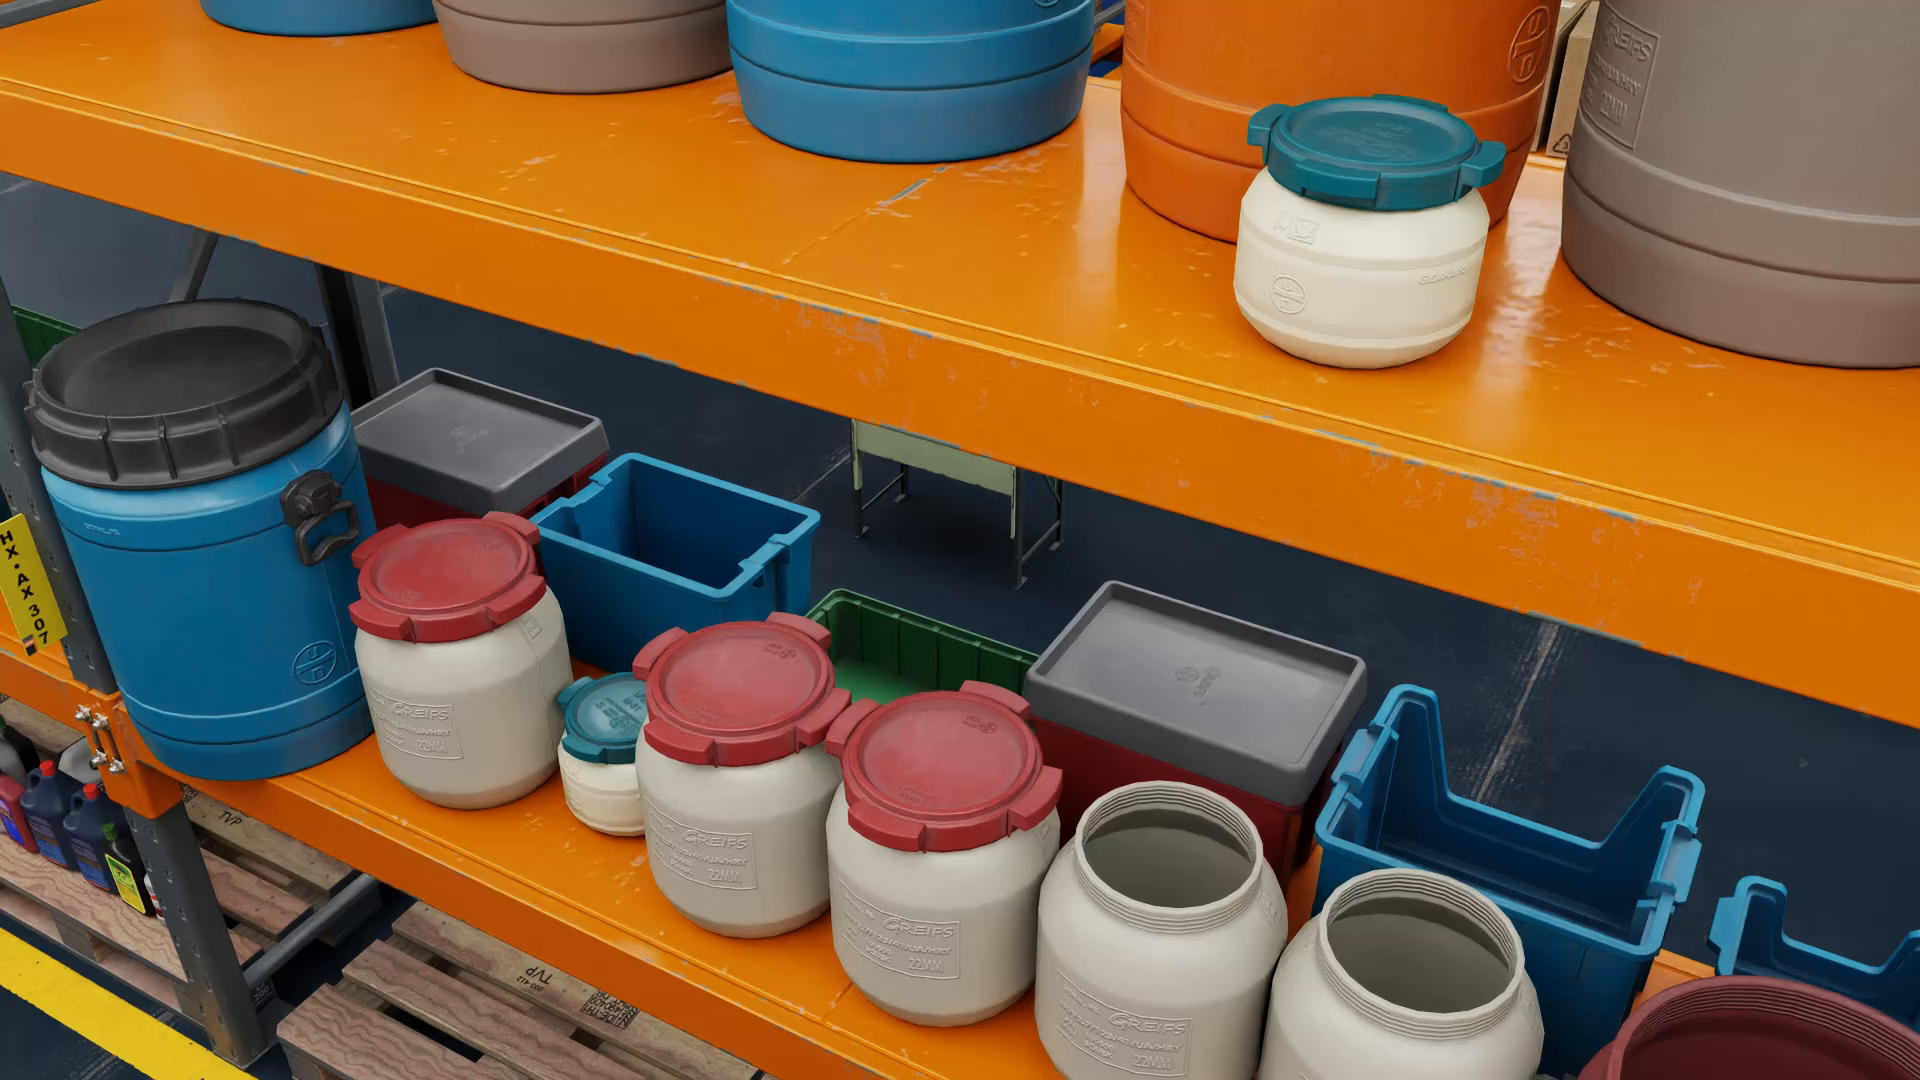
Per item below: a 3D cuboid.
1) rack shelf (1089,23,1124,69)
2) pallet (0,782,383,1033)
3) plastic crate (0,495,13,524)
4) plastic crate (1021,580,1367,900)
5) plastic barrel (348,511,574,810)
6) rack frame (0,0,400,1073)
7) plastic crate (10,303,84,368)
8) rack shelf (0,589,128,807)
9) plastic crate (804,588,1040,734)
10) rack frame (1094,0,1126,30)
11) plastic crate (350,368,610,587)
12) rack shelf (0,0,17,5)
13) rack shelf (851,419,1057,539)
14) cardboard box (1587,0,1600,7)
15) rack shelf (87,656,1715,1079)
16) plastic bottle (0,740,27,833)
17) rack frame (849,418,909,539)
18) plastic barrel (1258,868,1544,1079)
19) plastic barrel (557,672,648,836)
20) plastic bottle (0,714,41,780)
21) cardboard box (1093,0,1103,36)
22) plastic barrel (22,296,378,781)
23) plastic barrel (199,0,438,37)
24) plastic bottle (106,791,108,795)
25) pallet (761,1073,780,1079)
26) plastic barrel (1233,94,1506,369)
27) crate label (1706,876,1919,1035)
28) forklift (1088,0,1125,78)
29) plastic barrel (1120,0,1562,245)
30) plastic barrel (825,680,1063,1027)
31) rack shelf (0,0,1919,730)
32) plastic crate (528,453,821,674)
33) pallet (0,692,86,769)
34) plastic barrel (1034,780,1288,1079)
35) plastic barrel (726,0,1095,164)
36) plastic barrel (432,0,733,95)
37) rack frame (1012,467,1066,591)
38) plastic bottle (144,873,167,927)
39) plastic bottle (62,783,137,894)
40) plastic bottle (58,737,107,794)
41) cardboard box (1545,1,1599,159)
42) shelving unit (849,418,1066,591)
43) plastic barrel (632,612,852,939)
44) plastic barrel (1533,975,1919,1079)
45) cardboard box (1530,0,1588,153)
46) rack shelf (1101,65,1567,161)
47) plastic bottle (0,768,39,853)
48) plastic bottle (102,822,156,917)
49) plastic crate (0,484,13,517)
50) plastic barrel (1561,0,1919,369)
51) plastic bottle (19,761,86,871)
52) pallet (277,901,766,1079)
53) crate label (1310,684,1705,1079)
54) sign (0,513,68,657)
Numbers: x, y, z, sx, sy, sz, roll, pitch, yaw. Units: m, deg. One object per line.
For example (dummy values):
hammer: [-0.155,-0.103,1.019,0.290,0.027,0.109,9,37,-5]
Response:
rack shelf: [-1.040,-2.679,8.715,4.000,0.370,1.077,18,37,24]
pallet: [-2.327,0.910,5.192,1.213,0.211,1.003,18,37,24]
plastic crate: [-2.860,-0.157,4.414,0.616,0.251,0.499,18,37,24]
plastic crate: [0.457,0.436,3.331,0.583,0.464,0.402,18,37,24]
plastic barrel: [-1.043,0.267,3.521,0.433,0.535,0.433,0,34,0]
rack frame: [-1.765,-0.046,4.112,0.127,3.000,1.000,18,37,24]
plastic crate: [-2.803,-0.466,4.935,0.662,0.188,0.450,18,37,24]
rack shelf: [-3.501,-0.296,5.137,4.000,0.370,1.077,18,37,24]
plastic crate: [-0.113,0.386,3.656,0.662,0.188,0.450,18,37,24]
rack frame: [0.696,-2.428,7.690,0.127,3.000,1.000,18,37,24]
plastic crate: [-1.193,-0.086,4.115,0.583,0.464,0.402,18,37,24]
rack shelf: [-3.501,-1.545,4.306,4.000,0.370,1.077,18,37,24]
rack shelf: [-0.006,-0.355,6.518,0.720,0.370,0.431,18,37,24]
cardboard box: [4.272,-3.643,11.373,0.500,0.500,0.700,17,37,23]
rack shelf: [-0.028,0.804,3.485,4.000,0.370,1.077,18,37,24]
plastic bottle: [-2.914,0.694,4.995,0.185,0.351,0.144,17,37,24]
rack frame: [-0.324,-0.727,6.488,0.023,1.500,0.400,18,37,24]
plastic barrel: [0.709,0.828,2.700,0.421,0.512,0.421,0,34,0]
plastic barrel: [-0.692,0.450,3.493,0.301,0.262,0.301,0,34,0]
plastic bottle: [-2.886,0.666,5.098,0.133,0.283,0.061,18,37,24]
cardboard box: [0.308,-2.589,7.841,0.500,0.500,0.700,17,37,23]
plastic barrel: [-1.580,-0.002,3.595,0.708,0.901,0.600,18,37,24]
plastic barrel: [-1.216,-1.467,3.089,0.708,0.901,0.600,18,37,24]
plastic bottle: [-2.396,0.766,4.886,0.185,0.351,0.144,18,37,24]
pallet: [0.000,1.647,4.086,1.213,0.211,1.003,18,37,24]
plastic barrel: [0.488,-0.374,2.024,0.301,0.262,0.301,0,34,0]
crate label: [1.528,0.828,2.951,0.416,0.233,0.303,18,37,24]
forklift: [1.936,-3.657,9.598,3.031,2.935,1.130,15,37,22]
plastic barrel: [0.535,-0.883,2.276,0.708,0.830,0.600,18,37,24]
plastic barrel: [-0.030,0.587,3.039,0.433,0.535,0.433,0,34,0]
rack shelf: [-0.028,-0.445,2.654,4.000,0.370,1.077,18,37,24]
plastic crate: [-0.653,0.115,3.886,0.575,0.384,0.392,18,37,24]
pallet: [-3.391,0.575,5.695,1.213,0.211,1.003,18,37,24]
plastic barrel: [0.343,0.712,2.874,0.421,0.512,0.421,0,34,0]
plastic barrel: [-0.080,-1.108,2.548,0.708,0.901,0.600,18,37,24]
plastic barrel: [-0.648,-1.287,2.818,0.600,0.901,0.600,0,34,0]
rack frame: [0.312,-0.525,6.186,0.023,1.500,0.400,18,37,24]
plastic bottle: [-2.234,0.986,4.690,0.097,0.201,0.097,0,34,0]
plastic bottle: [-2.467,0.836,4.782,0.185,0.351,0.144,17,37,23]
plastic bottle: [-2.582,0.736,4.999,0.135,0.276,0.152,18,37,24]
cardboard box: [2.704,-1.823,6.692,0.500,0.500,0.500,16,37,22]
shelving unit: [-0.006,-0.626,6.337,0.755,1.500,0.431,18,37,24]
plastic barrel: [-0.406,0.468,3.218,0.433,0.535,0.433,0,34,0]
plastic barrel: [1.155,1.016,2.395,0.708,0.536,0.600,18,37,24]
cardboard box: [2.247,-1.968,6.909,0.500,0.500,0.500,18,38,24]
rack shelf: [2.433,-1.579,7.063,4.000,0.370,1.077,18,37,24]
plastic bottle: [-2.796,0.786,4.917,0.133,0.283,0.061,20,39,27]
plastic bottle: [-2.346,0.928,4.703,0.133,0.283,0.061,20,38,27]
plastic crate: [-2.156,-0.225,4.437,0.504,0.338,0.767,18,37,24]
plastic barrel: [1.103,-0.733,1.986,0.600,0.901,0.600,0,34,0]
plastic bottle: [-2.634,0.783,4.861,0.185,0.351,0.144,16,37,22]
pallet: [-1.064,1.312,4.589,1.213,0.211,1.003,18,37,24]
crate label: [0.980,0.636,3.056,0.616,0.435,0.502,18,37,24]
sign: [-2.047,0.101,3.642,0.005,0.325,0.100,18,37,24]
